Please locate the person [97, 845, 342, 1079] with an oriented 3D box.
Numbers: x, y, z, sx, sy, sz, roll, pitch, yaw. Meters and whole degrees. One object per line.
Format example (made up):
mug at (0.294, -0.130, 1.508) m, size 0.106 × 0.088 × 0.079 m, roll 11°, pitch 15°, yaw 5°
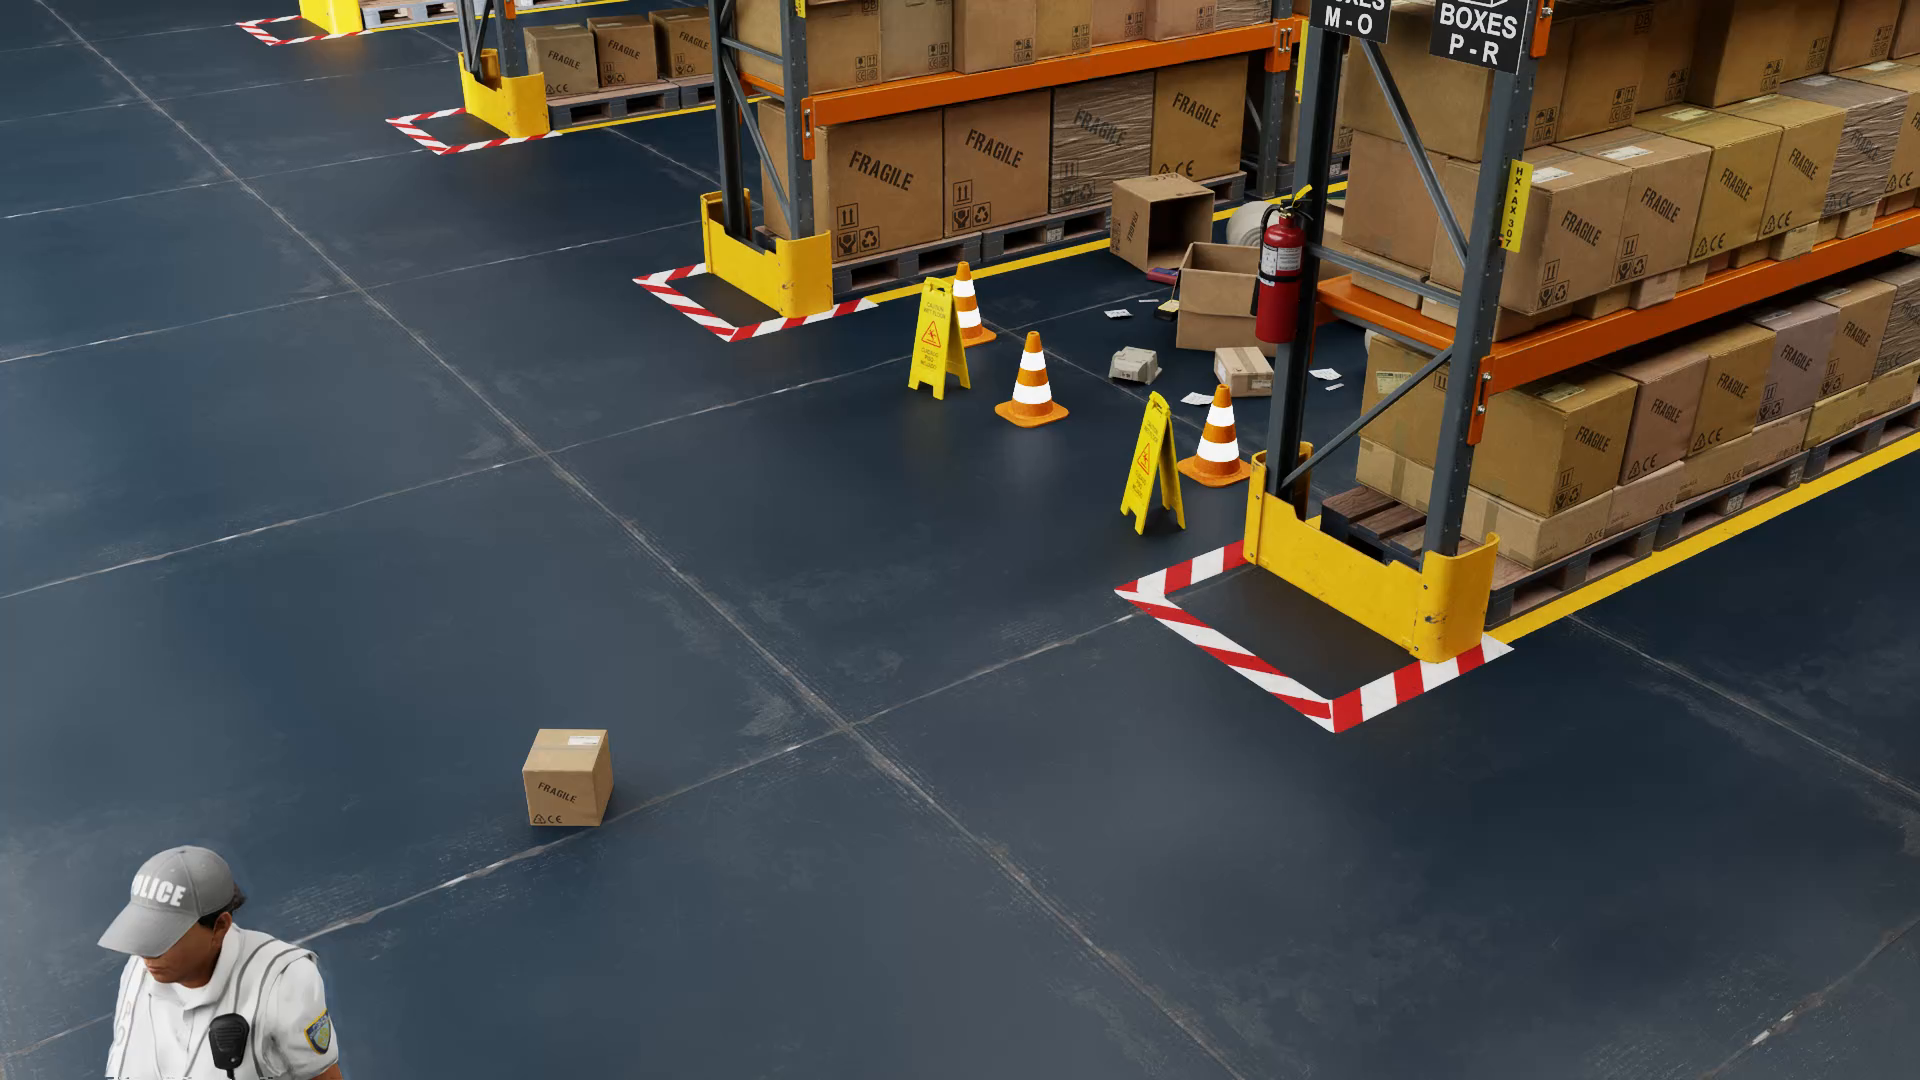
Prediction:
person at (-1.524, 1.340, 3.634) m, size 0.485 × 1.649 × 0.602 m, roll 4°, pitch 29°, yaw 8°
